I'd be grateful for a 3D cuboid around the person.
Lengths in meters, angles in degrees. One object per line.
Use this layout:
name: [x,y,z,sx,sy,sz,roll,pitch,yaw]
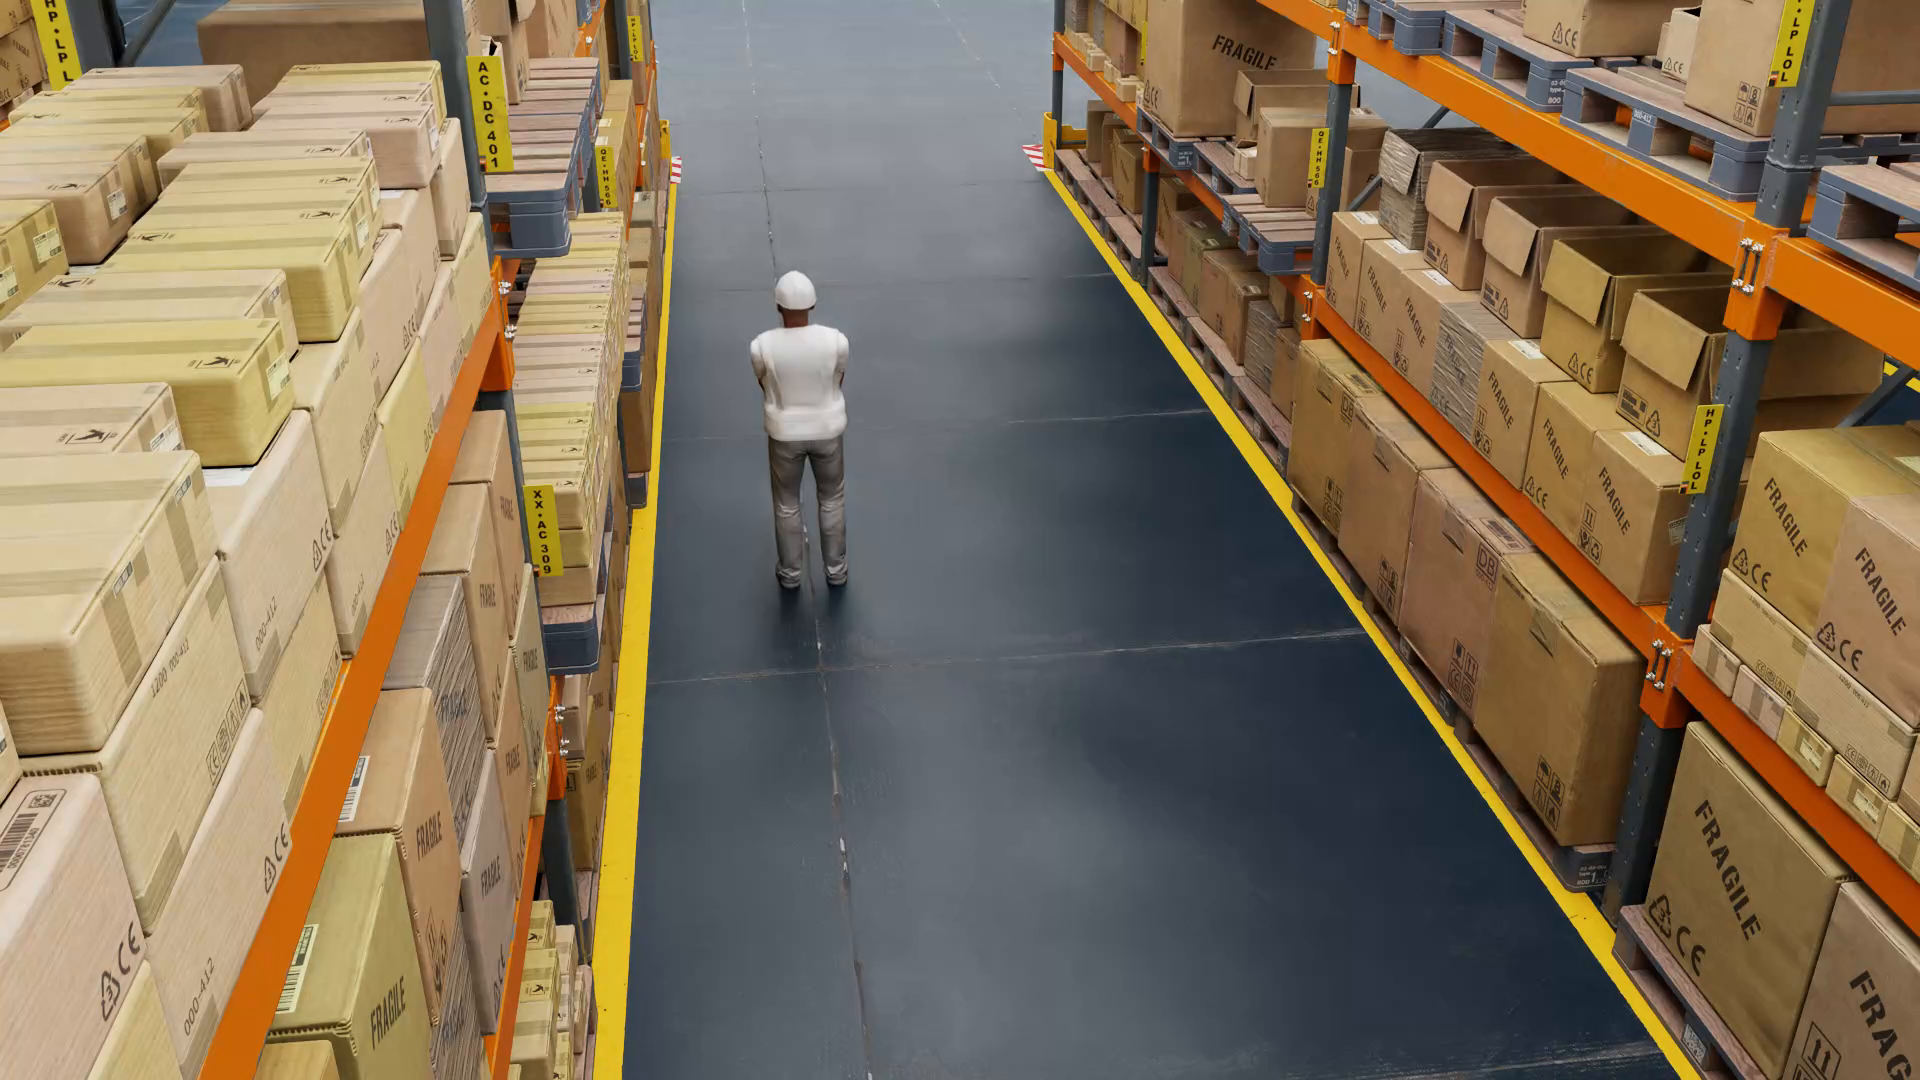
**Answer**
person: [-0.835,-0.611,8.796,0.504,1.761,0.572,-4,27,-7]
